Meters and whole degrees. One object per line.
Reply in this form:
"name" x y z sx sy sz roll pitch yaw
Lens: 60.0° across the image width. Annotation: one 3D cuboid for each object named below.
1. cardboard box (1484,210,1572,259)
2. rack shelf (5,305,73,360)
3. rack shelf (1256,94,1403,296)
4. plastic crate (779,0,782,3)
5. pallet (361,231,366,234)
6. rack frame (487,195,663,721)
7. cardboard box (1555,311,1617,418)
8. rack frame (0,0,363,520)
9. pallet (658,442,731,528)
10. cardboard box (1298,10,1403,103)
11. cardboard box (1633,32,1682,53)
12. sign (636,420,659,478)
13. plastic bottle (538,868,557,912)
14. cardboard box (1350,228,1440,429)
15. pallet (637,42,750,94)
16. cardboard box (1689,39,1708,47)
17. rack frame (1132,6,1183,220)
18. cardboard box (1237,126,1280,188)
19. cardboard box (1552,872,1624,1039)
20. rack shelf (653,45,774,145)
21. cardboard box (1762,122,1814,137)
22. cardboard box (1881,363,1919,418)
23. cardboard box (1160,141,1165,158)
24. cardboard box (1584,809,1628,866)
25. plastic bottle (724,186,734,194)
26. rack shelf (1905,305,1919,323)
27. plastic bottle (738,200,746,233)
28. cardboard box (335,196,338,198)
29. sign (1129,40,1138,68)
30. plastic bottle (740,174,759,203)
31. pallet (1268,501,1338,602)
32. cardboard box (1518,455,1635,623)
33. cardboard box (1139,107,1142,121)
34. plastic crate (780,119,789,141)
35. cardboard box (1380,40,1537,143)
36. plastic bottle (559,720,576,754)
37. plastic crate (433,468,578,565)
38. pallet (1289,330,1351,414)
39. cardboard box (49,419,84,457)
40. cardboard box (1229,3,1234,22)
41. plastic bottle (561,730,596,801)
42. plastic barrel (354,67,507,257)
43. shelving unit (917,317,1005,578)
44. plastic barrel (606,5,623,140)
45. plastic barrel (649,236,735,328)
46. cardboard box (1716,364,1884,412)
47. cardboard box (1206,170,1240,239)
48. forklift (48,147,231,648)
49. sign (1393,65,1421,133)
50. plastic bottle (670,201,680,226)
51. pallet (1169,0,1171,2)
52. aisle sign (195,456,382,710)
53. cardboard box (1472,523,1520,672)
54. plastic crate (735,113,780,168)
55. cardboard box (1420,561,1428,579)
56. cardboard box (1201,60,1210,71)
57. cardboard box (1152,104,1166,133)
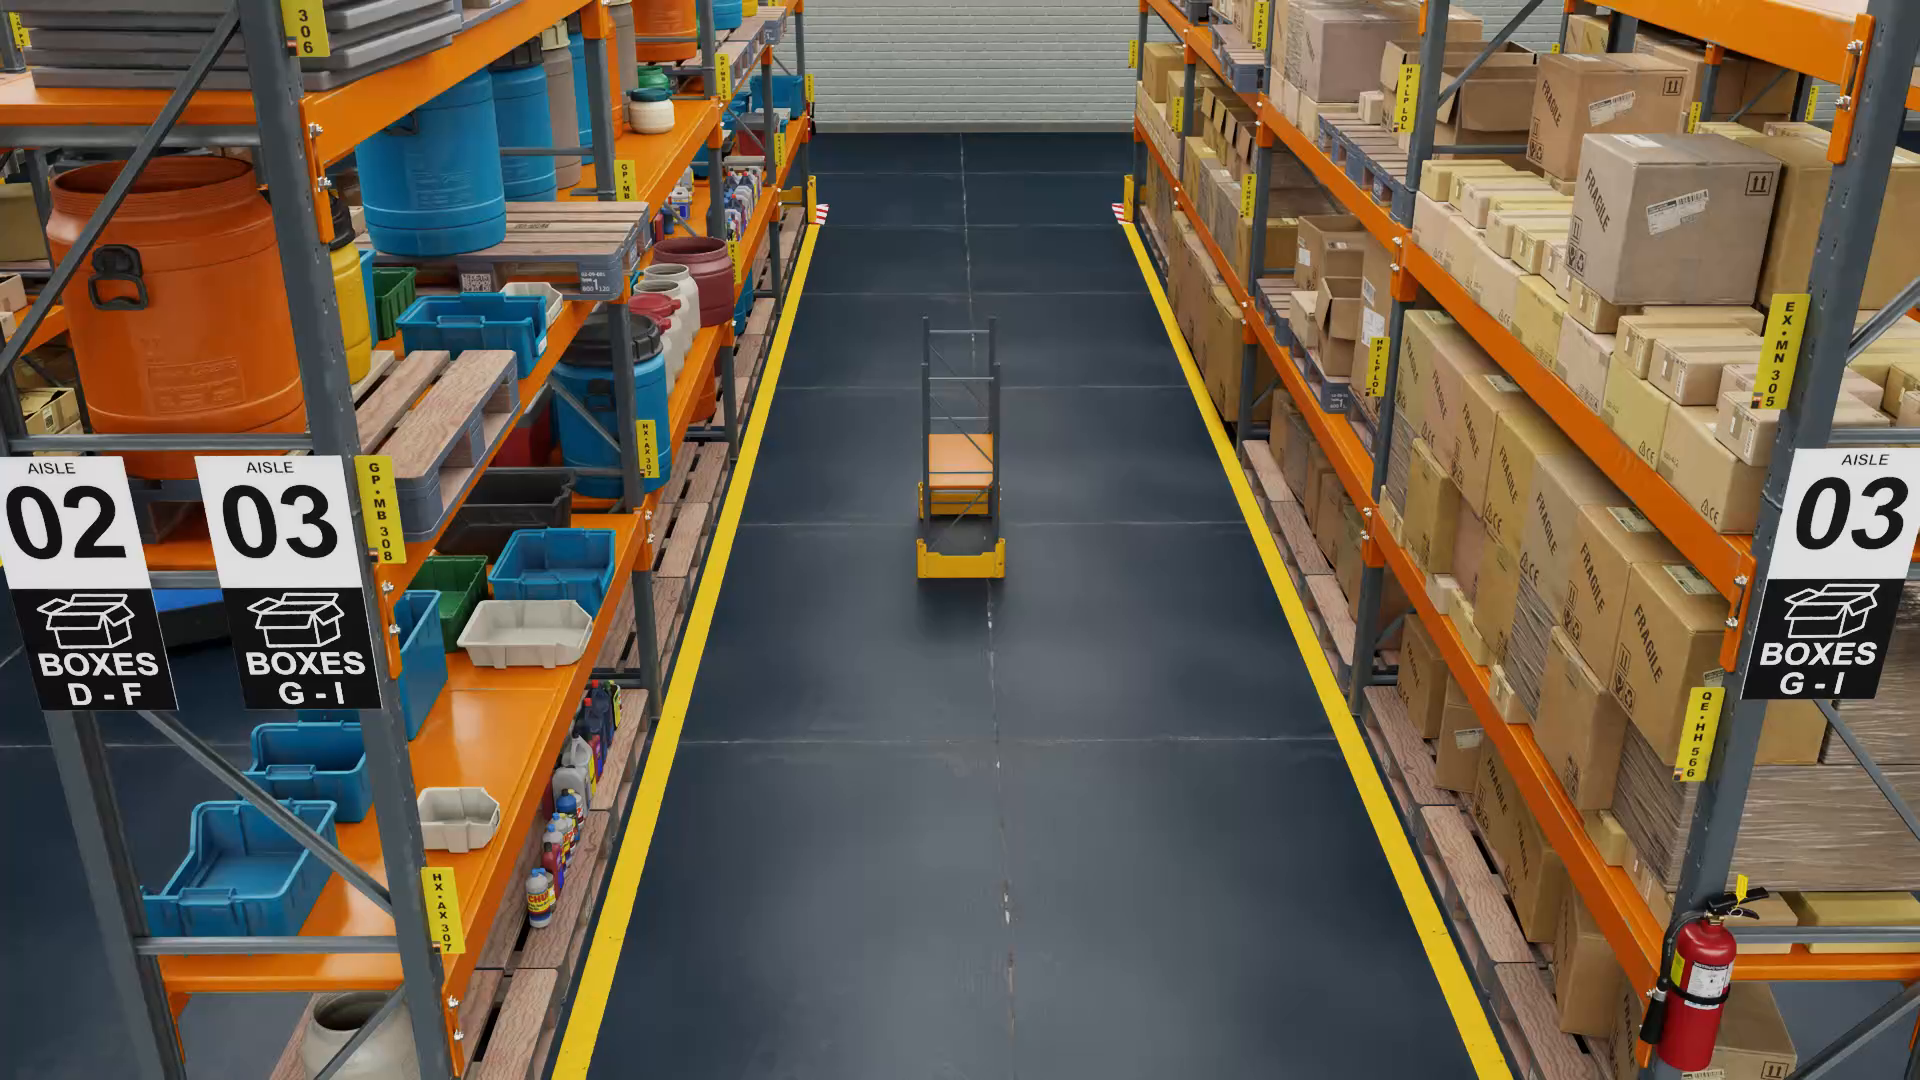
"cardboard box" 2.451 -1.295 7.031 0.380 0.149 0.250 -1 24 -2
"rack shelf" -7.186 -0.836 10.831 1.077 0.370 4.000 0 24 -1
"rack shelf" 2.720 -2.245 10.308 1.077 0.370 4.000 0 24 -1
"plastic crate" -2.072 -5.701 17.395 0.437 0.136 0.530 0 24 -1
"pallet" -7.285 -3.654 19.573 1.003 0.211 1.213 0 24 -1
"rack frame" -2.211 -0.360 8.906 1.000 3.000 0.127 0 24 -1
"cardboard box" 2.520 -0.647 6.082 0.500 0.250 0.500 0 24 1
"rack frame" -2.168 -1.445 4.026 1.000 3.000 0.127 0 24 -1
"pallet" -2.285 -0.418 12.419 1.003 0.211 1.213 0 24 -1
"cardboard box" 2.460 -3.060 10.507 0.500 0.500 0.500 -1 24 -2
"cardboard box" 7.315 -5.126 17.748 0.500 0.500 0.500 -1 24 -2
"sign" -1.661 -0.484 8.845 0.100 0.325 0.005 0 24 -1
"plastic bottle" -1.877 1.572 7.497 0.097 0.201 0.097 0 24 0
"cardboard box" 2.873 -1.175 9.471 1.000 1.000 1.000 0 24 0
"pallet" -2.166 -3.605 12.669 1.003 0.211 1.213 0 24 -1
"cardboard box" 7.858 -4.905 17.258 0.500 0.500 0.500 0 24 0
"rack frame" 2.610 -5.327 19.889 1.000 3.000 0.127 0 24 -1
"cardboard box" 2.702 -3.103 13.633 0.797 0.503 0.637 0 24 1
"cardboard box" 2.754 1.710 6.853 0.500 0.500 0.500 6 25 13
"rack shelf" -2.277 -3.871 13.903 1.077 0.370 4.000 0 24 -1
"cardboard box" 7.814 -3.843 15.680 0.380 0.149 0.250 1 24 2
"cardboard box" 3.107 -0.436 5.132 0.380 0.149 0.250 0 24 1
"cardboard box" 2.312 -4.113 17.508 0.380 0.149 0.250 0 24 0
"cardboard box" 2.519 1.058 6.075 0.380 0.149 0.250 0 24 -1
"plastic bottle" -2.086 -3.070 15.055 0.097 0.271 0.097 0 24 0
"rack shelf" 7.680 -0.859 10.883 1.077 0.370 4.000 0 24 -1
"plastic bottle" -1.909 -2.838 14.527 0.061 0.283 0.133 0 24 -1
"cardboard box" -7.634 -4.012 19.905 0.380 0.149 0.250 0 24 -1
"sign" 2.055 -5.758 19.694 0.100 0.325 0.005 0 24 -1
"plastic bottle" -1.967 -3.289 15.532 0.152 0.276 0.135 0 24 -1
"pallet" 2.715 0.063 11.354 1.003 0.211 1.213 0 24 -1
"cardboard box" 2.518 -0.008 6.433 0.500 0.500 0.500 0 24 -1
"cardboard box" 2.289 -4.959 19.380 0.380 0.149 0.250 -1 24 -1
"plastic crate" -2.063 -4.411 17.993 0.416 0.233 0.300 0 24 -1
"cardboard box" 2.824 -2.570 9.517 0.797 0.503 0.637 1 24 2
"plastic bottle" -2.062 1.035 8.594 0.152 0.276 0.135 0 24 -1
"plastic crate" -2.333 -0.116 8.441 0.767 0.338 0.504 0 24 -1
"pallet" 2.760 -1.128 10.836 1.003 0.211 1.213 0 24 -1
"cardboard box" -6.958 -0.710 12.508 0.500 0.250 0.500 0 24 1
"cardboard box" 2.520 -4.508 14.233 0.380 0.149 0.250 -1 24 -3
"plastic bottle" -1.910 1.123 8.308 0.144 0.351 0.185 0 24 -1
"plastic barrel" -2.308 -1.736 7.190 0.600 0.901 0.708 0 24 -1
"shelving unit" 0.001 -0.652 11.371 0.587 1.500 1.083 0 24 -1
"plastic barrel" -2.456 -2.962 10.498 0.600 0.830 0.708 0 24 -1
"plastic barrel" -1.947 -1.880 12.103 0.600 0.536 0.708 0 24 -1
"cardboard box" 2.584 -0.435 5.130 0.380 0.149 0.250 -1 24 -2
"cardboard box" 2.431 -2.907 14.417 0.500 0.500 0.500 0 24 0
"forklift" -5.152 -1.240 10.935 1.130 2.935 3.031 -11 26 -23
"sign" 2.186 -2.160 8.141 0.100 0.325 0.005 0 24 -1
"plastic bottle" -2.537 -2.905 14.774 0.097 0.201 0.097 0 24 0
"pallet" 2.645 -5.844 17.499 1.003 0.211 1.213 0 24 -1
"aisle sign" -1.874 0.132 4.663 0.394 0.787 0.004 0 24 -1
"cardboard box" 2.725 0.240 7.097 0.875 0.500 0.500 0 24 -1
"plastic crate" -2.058 -4.082 16.985 0.402 0.464 0.583 0 24 -1
"cardboard box" 2.475 0.131 8.125 0.380 0.149 0.250 0 24 -1
"cardboard box" 2.879 -5.536 19.262 0.500 0.500 0.500 0 24 0
"cardboard box" 2.371 -4.559 18.011 0.500 0.250 0.500 -1 24 -2
